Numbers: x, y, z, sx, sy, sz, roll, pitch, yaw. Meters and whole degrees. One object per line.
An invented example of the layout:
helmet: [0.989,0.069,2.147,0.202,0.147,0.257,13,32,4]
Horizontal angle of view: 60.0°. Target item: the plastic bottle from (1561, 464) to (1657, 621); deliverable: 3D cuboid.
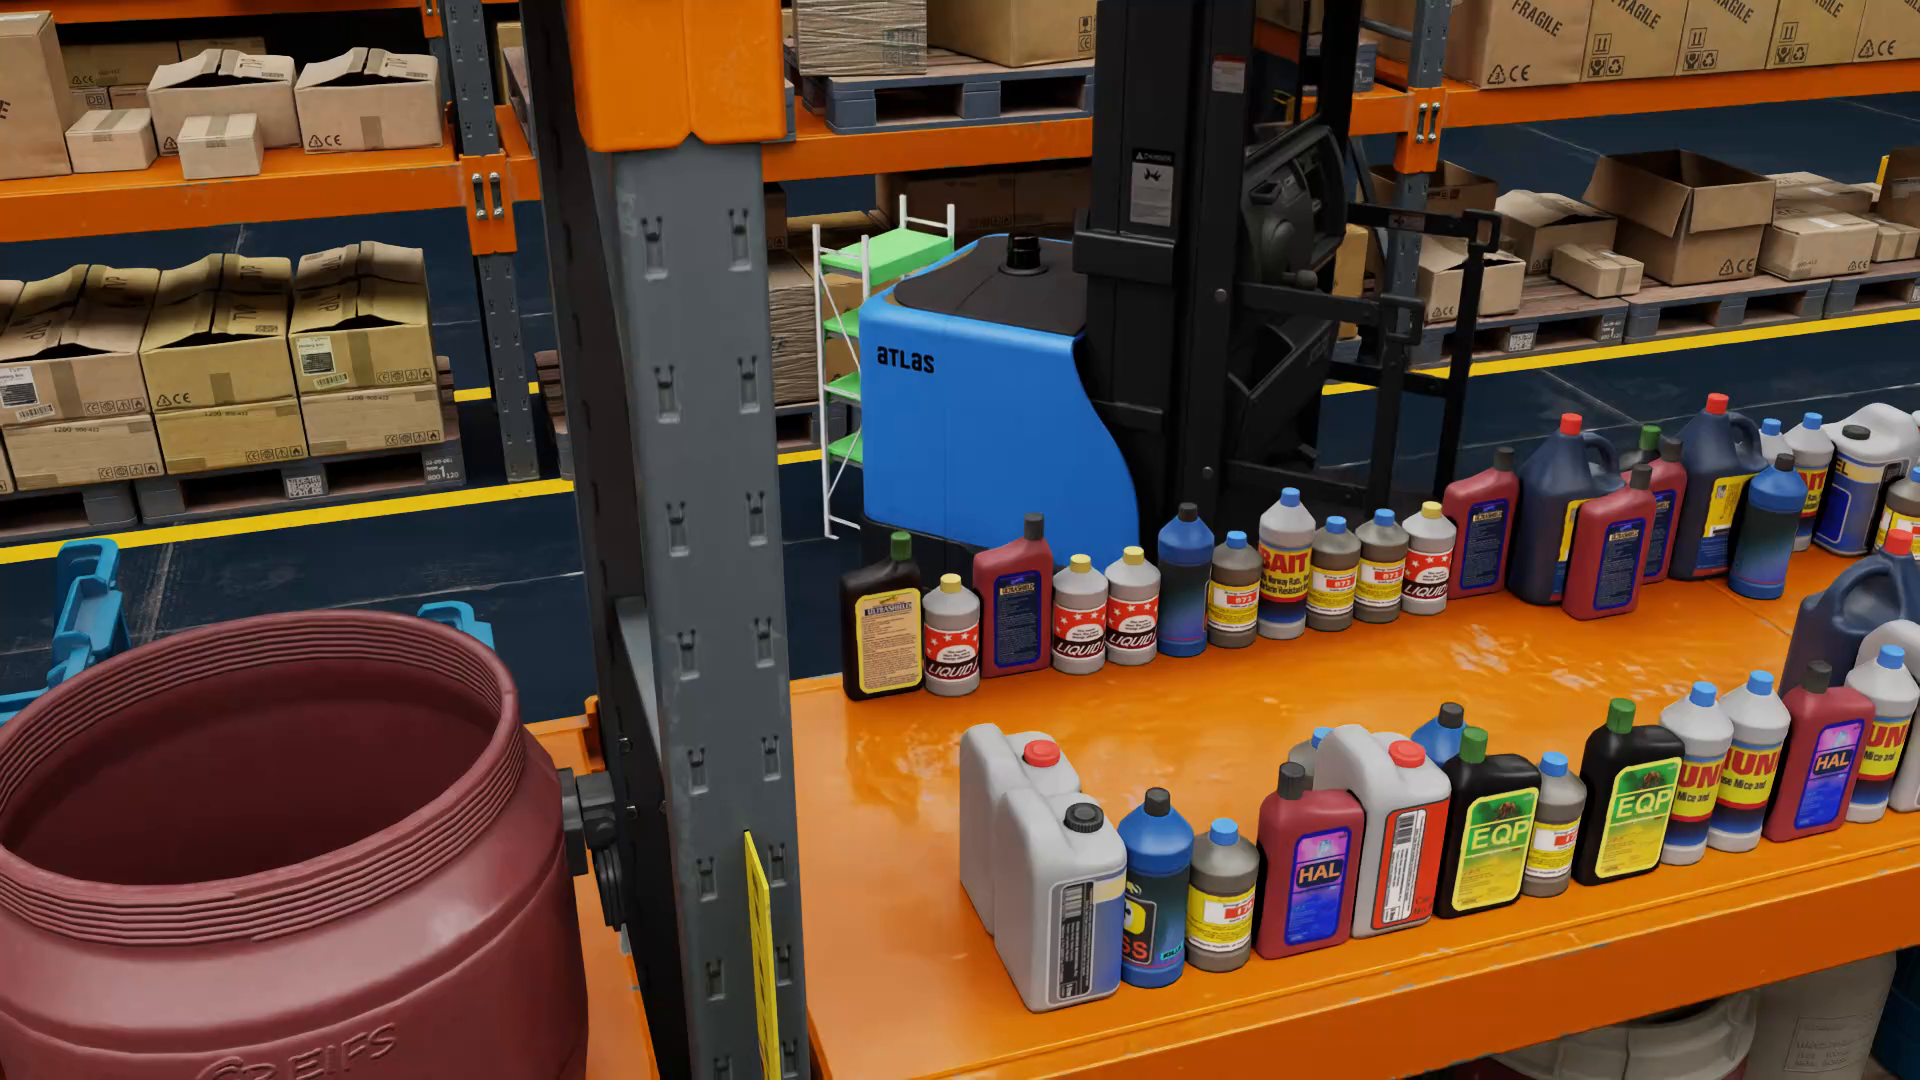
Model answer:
plastic bottle: [1.177,0.003,3.002,0.133,0.283,0.061,-8,28,-16]

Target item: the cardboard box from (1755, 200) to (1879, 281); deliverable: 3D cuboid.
cardboard box: [4.340,-1.556,8.609,0.500,0.250,0.500,-8,28,-16]

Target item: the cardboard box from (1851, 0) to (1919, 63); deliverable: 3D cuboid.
cardboard box: [4.383,-2.617,8.035,0.500,0.500,0.500,-8,28,-16]

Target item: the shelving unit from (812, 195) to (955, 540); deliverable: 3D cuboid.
shelving unit: [-0.265,-0.610,6.130,0.258,1.200,0.503,18,32,32]

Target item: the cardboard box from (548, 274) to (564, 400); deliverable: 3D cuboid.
cardboard box: [-1.392,-0.806,6.816,0.500,0.500,0.500,-7,27,-14]

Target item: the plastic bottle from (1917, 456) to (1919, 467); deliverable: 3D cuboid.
plastic bottle: [1.863,-0.119,3.339,0.097,0.201,0.097,0,26,0]

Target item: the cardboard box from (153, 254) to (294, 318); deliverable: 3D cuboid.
cardboard box: [-2.999,-0.970,6.820,0.500,0.311,0.500,-9,28,-17]

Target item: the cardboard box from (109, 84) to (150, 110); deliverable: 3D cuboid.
cardboard box: [-5.109,-2.734,10.701,0.500,0.500,0.700,-8,28,-16]

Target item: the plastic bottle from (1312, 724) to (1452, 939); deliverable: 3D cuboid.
plastic bottle: [0.568,0.378,2.256,0.135,0.276,0.152,-8,28,-16]

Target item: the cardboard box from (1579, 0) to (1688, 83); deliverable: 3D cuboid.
cardboard box: [2.945,-2.409,7.616,0.500,0.500,0.500,-8,27,-15]

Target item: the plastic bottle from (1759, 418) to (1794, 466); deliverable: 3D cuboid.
plastic bottle: [1.550,-0.105,3.232,0.097,0.271,0.097,0,26,0]

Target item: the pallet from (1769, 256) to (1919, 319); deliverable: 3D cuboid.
pallet: [4.863,-1.518,9.071,1.213,0.211,1.003,-8,28,-16]

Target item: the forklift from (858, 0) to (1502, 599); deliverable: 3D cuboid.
forklift: [1.199,-1.003,4.974,3.031,2.935,1.130,13,29,25]

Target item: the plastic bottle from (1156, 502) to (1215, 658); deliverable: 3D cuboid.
plastic bottle: [0.389,0.063,2.894,0.097,0.271,0.097,0,26,0]

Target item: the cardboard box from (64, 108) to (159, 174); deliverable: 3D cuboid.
cardboard box: [-3.109,-1.474,6.129,0.250,0.149,0.380,-6,27,-12]

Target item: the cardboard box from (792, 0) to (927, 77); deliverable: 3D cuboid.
cardboard box: [-0.421,-2.199,6.721,0.500,0.500,0.700,-3,27,-6]

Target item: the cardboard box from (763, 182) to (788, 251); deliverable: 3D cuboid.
cardboard box: [-1.045,-1.437,7.245,0.500,0.250,0.500,-7,27,-14]

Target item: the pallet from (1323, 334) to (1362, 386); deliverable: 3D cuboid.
pallet: [1.128,-0.960,7.947,1.213,0.211,1.003,-8,28,-16]

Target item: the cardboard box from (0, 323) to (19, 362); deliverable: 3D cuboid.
cardboard box: [-3.785,-0.607,6.089,0.500,0.311,0.500,-7,27,-15]

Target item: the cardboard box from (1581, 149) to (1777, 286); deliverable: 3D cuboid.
cardboard box: [3.675,-1.677,8.567,0.637,0.503,0.797,-8,28,-16]

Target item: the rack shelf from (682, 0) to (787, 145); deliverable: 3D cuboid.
rack shelf: [1.519,-0.988,2.303,4.000,0.370,1.077,-8,28,-16]

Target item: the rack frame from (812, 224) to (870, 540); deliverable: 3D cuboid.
rack frame: [-0.409,-0.523,5.953,0.240,1.200,0.015,18,32,32]

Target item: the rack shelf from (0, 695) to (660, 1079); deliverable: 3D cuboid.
rack shelf: [-2.285,0.906,1.860,4.000,0.370,1.077,-8,28,-16]

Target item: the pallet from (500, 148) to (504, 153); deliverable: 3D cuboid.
pallet: [-2.678,-2.708,11.467,1.213,0.211,1.003,-8,28,-16]

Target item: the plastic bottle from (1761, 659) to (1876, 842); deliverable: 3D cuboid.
plastic bottle: [1.241,0.298,2.407,0.133,0.283,0.061,-8,28,-16]

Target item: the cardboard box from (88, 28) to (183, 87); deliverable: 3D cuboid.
cardboard box: [-5.168,-3.047,10.488,0.500,0.250,0.500,-8,28,-16]

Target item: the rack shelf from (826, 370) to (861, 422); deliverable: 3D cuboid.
rack shelf: [-0.265,-0.553,6.158,0.258,0.148,0.480,18,32,32]

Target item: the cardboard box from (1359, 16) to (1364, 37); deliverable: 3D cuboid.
cardboard box: [3.045,-3.843,12.956,0.500,0.500,0.700,-8,28,-16]

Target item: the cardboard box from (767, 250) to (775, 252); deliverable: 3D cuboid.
cardboard box: [-1.097,-1.092,7.392,0.500,0.500,0.500,-7,27,-14]

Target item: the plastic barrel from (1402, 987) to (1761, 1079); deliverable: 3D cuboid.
plastic barrel: [1.151,0.970,3.161,0.708,0.588,0.600,-8,28,-16]

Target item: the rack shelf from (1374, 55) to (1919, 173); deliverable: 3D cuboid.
rack shelf: [3.792,-2.290,8.299,4.000,0.370,1.077,-8,28,-16]

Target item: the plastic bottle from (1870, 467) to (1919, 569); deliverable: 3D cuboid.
plastic bottle: [1.818,-0.041,3.183,0.097,0.201,0.097,0,26,0]

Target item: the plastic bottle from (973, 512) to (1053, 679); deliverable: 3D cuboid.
plastic bottle: [0.089,0.093,2.821,0.133,0.283,0.061,-8,28,-16]

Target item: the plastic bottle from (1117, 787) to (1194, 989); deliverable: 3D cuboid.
plastic bottle: [0.247,0.439,2.137,0.097,0.271,0.097,0,26,0]

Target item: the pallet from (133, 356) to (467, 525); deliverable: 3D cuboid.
pallet: [-2.708,-0.440,6.900,1.213,0.211,1.003,-8,28,-16]

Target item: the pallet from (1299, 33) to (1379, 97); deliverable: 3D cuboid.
pallet: [1.096,-2.187,7.498,1.213,0.211,1.003,-8,28,-16]

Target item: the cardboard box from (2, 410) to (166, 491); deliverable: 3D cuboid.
cardboard box: [-3.306,-0.427,6.356,0.500,0.250,0.500,-8,27,-15]

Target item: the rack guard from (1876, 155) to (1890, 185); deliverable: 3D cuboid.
rack guard: [5.621,-1.758,9.229,0.348,0.500,1.175,-8,28,-16]

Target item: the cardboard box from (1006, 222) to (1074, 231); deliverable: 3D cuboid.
cardboard box: [0.373,-1.307,7.826,0.500,0.500,0.500,-8,27,-15]

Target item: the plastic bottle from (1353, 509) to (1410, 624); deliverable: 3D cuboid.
plastic bottle: [0.760,0.041,3.017,0.097,0.201,0.097,0,26,0]

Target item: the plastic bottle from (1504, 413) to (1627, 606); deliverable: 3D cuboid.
plastic bottle: [1.120,-0.067,3.067,0.185,0.351,0.144,-8,28,-16]

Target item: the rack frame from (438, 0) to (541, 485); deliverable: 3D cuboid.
rack frame: [-1.913,-1.786,6.475,0.127,3.000,1.000,-8,28,-16]

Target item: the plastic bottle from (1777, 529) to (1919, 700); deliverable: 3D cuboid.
plastic bottle: [1.425,0.151,2.629,0.185,0.351,0.144,-8,28,-16]

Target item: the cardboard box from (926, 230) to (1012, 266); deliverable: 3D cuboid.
cardboard box: [0.077,-1.021,7.250,0.500,0.500,0.500,-9,28,-18]

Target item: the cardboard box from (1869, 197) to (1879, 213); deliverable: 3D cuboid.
cardboard box: [4.951,-1.869,9.333,0.250,0.166,0.380,-8,28,-16]

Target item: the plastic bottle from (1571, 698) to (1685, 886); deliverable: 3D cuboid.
plastic bottle: [0.929,0.343,2.316,0.133,0.283,0.061,-8,28,-16]

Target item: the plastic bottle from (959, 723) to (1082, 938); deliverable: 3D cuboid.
plastic bottle: [0.081,0.377,2.257,0.135,0.276,0.152,-8,28,-16]

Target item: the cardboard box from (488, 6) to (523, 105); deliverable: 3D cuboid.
cardboard box: [-2.711,-3.151,11.170,0.750,0.750,0.750,-9,28,-17]

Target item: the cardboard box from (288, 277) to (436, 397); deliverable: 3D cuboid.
cardboard box: [-2.335,-0.818,6.513,0.500,0.311,0.500,-8,27,-15]

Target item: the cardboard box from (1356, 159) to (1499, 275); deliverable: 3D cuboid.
cardboard box: [2.344,-1.613,8.442,0.500,0.500,0.500,-8,28,-16]
